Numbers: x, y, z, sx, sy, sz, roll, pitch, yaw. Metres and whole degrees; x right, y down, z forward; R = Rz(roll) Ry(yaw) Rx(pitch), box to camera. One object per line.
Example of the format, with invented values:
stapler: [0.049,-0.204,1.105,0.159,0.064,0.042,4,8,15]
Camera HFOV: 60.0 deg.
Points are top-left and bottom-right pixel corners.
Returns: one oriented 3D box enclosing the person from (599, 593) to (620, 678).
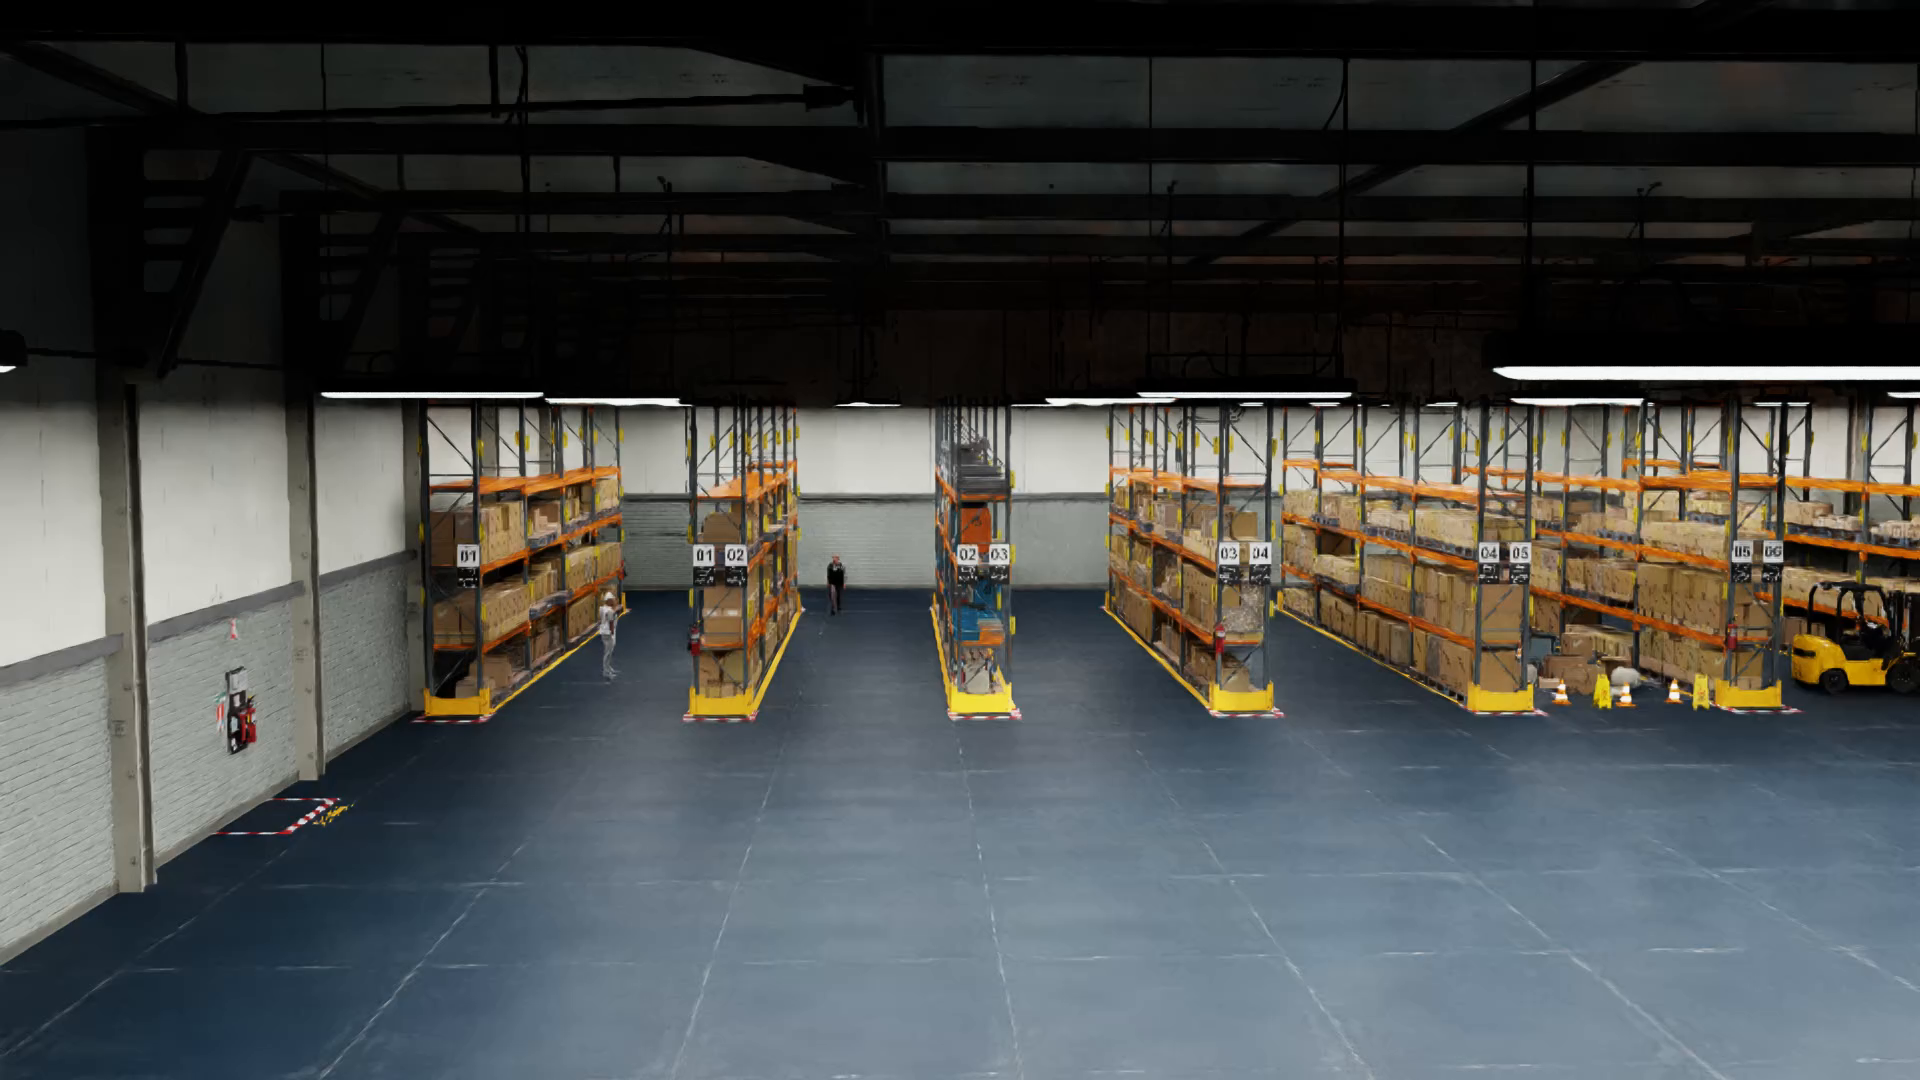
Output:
person: [-7.467,2.015,35.542,0.477,1.789,0.634,-3,5,-29]

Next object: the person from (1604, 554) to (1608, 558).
person: [18.127,1.220,46.770,0.490,1.642,0.671,0,4,0]

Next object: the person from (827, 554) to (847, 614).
person: [-3.455,1.218,46.670,0.555,1.673,1.029,0,5,-3]
